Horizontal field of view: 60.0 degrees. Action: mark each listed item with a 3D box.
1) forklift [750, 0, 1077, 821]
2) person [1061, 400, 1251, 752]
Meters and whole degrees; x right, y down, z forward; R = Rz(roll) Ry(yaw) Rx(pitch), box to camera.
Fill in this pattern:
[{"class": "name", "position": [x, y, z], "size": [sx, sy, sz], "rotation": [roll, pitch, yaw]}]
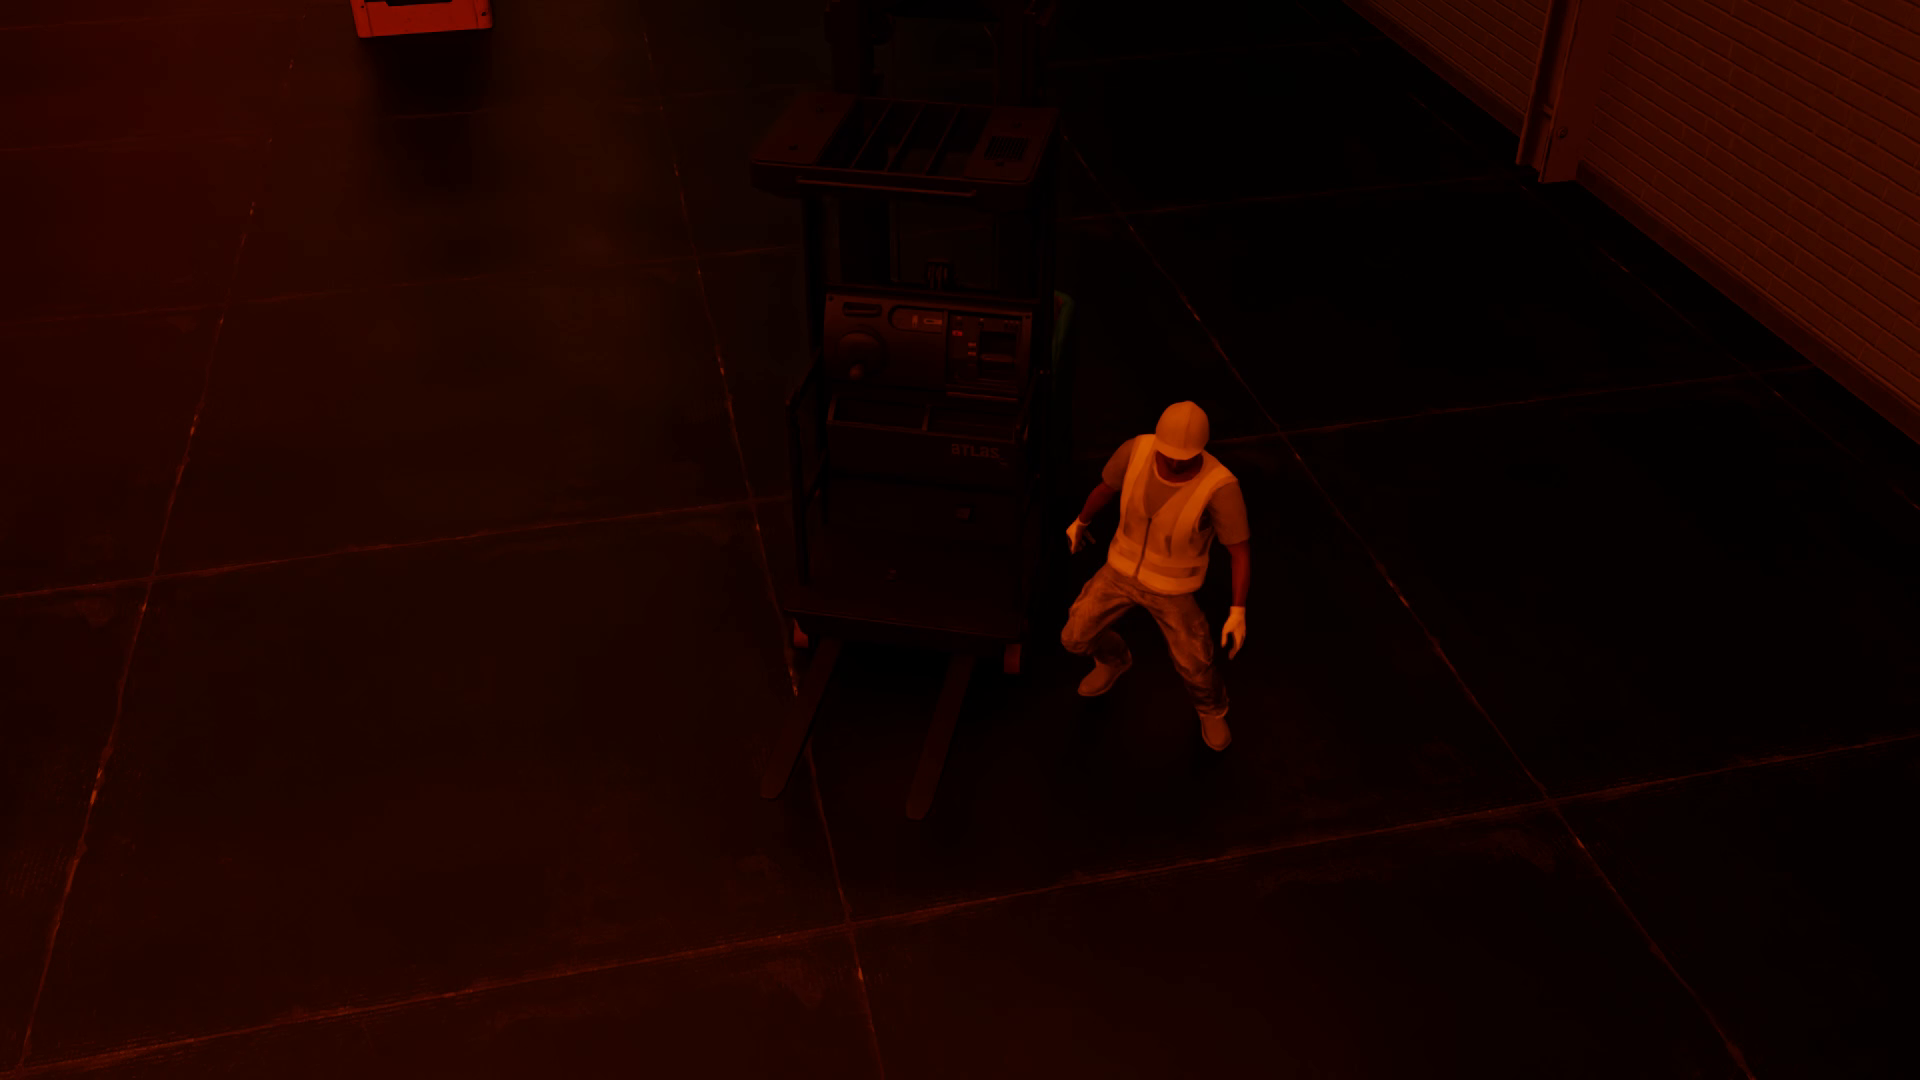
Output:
[{"class": "forklift", "position": [-0.183, -0.798, 7.159], "size": [1.130, 2.935, 3.031], "rotation": [7, 36, 9]}, {"class": "person", "position": [0.816, 0.126, 6.939], "size": [0.951, 1.686, 0.541], "rotation": [24, 42, 30]}]
